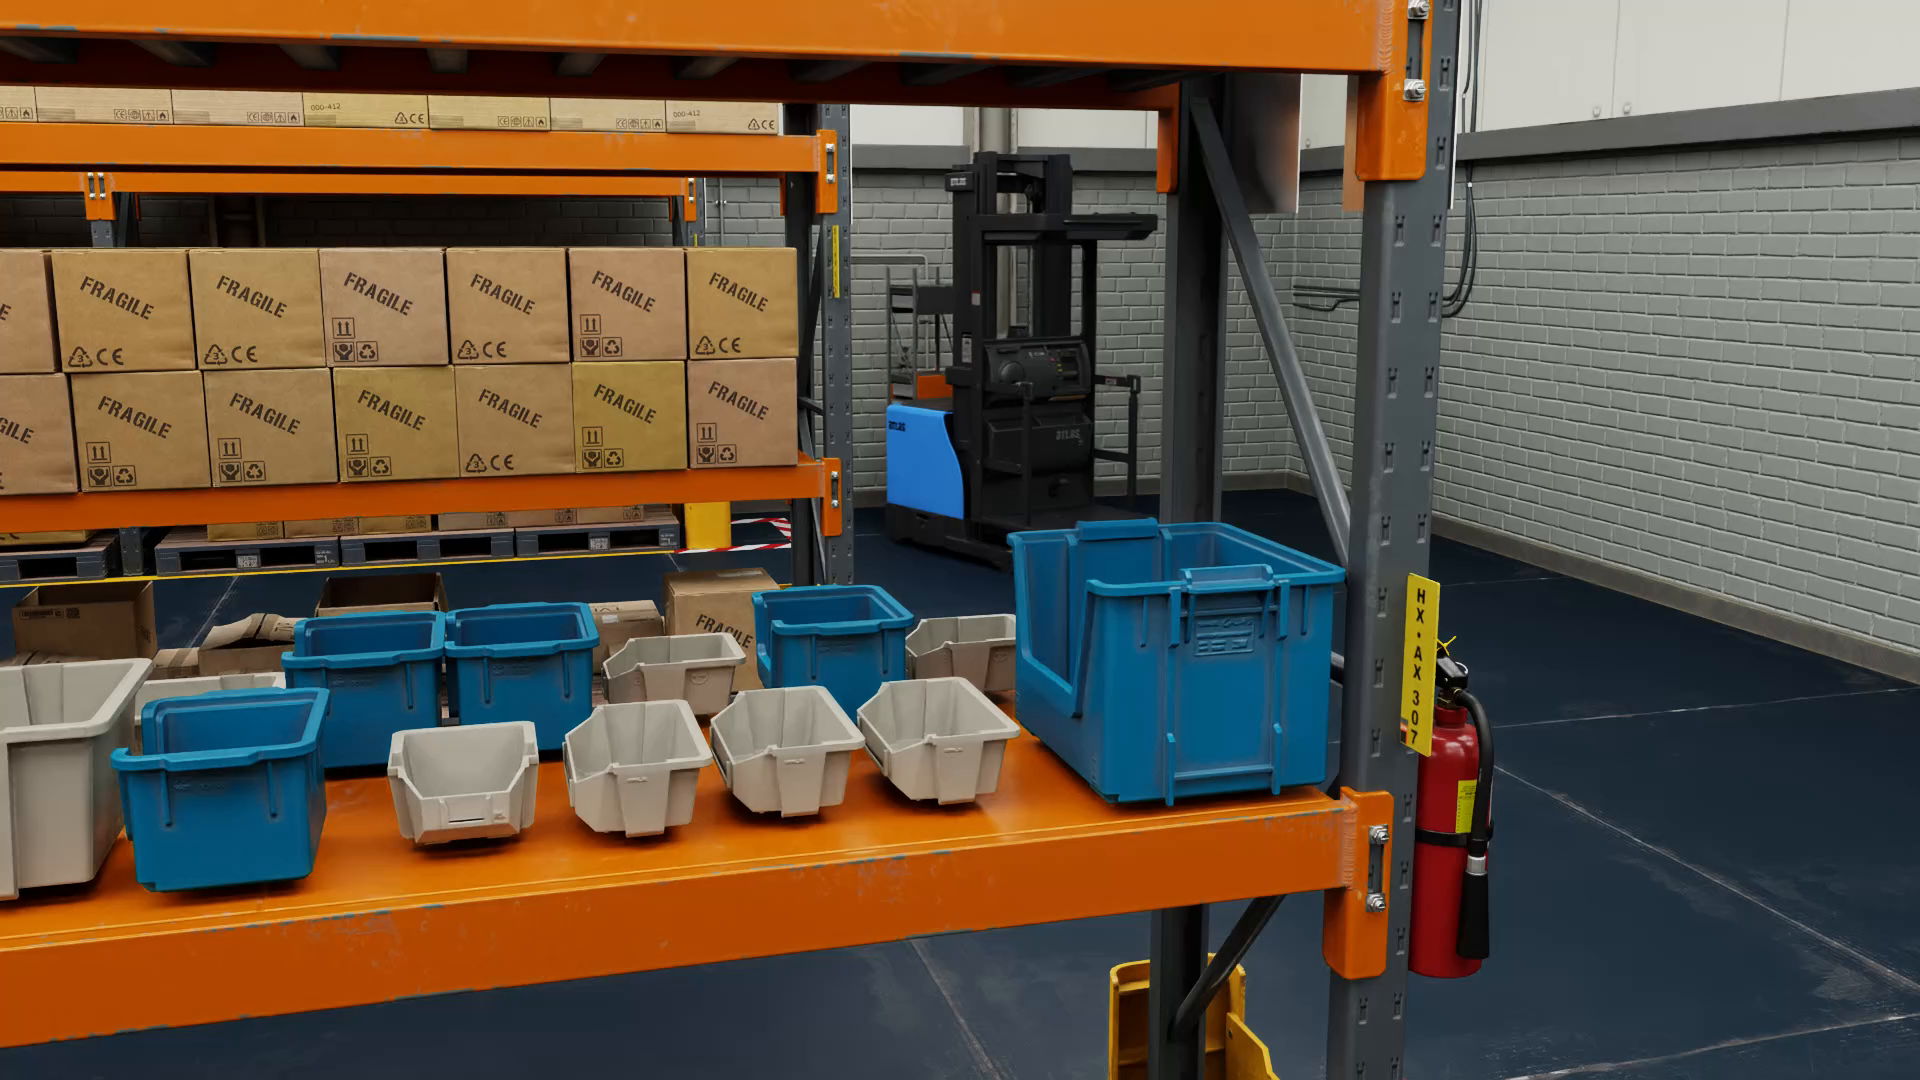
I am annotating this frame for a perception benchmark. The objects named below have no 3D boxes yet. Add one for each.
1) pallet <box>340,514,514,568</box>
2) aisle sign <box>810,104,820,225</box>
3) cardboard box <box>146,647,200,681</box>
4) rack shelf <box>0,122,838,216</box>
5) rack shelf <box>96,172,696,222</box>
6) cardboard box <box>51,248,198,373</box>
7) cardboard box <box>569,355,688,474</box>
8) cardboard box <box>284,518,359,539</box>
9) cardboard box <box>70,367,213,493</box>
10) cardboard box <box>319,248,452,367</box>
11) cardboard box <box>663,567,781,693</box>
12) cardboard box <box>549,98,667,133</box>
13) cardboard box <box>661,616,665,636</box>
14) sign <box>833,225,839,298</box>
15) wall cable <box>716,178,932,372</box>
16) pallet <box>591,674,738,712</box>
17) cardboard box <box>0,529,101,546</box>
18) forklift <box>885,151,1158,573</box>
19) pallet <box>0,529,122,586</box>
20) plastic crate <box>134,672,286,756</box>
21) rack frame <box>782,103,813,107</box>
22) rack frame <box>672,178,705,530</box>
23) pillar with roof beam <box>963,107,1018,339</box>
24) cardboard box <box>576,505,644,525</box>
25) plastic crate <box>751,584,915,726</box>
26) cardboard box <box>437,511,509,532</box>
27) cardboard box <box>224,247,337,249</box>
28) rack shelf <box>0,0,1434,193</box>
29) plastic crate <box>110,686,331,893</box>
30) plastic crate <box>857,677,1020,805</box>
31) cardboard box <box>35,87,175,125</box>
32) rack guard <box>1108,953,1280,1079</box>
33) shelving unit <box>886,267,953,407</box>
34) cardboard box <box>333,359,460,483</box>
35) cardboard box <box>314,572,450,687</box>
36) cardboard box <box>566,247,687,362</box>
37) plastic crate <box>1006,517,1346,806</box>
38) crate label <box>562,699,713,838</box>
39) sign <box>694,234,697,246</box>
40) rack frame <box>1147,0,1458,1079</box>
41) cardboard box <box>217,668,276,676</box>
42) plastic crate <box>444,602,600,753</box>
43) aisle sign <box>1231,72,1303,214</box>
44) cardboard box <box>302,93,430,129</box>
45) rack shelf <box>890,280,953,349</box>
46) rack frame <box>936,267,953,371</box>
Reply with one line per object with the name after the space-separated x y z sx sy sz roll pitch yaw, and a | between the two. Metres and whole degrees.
-4.007 -0.021 12.576 1.213 0.211 1.003 -3 11 -16 | pallet
-0.720 -1.979 8.333 0.004 0.787 0.394 -3 11 -16 | aisle sign
-3.733 0.634 7.975 0.250 0.149 0.380 -3 11 -16 | cardboard box
-2.624 -1.666 7.516 4.000 0.370 1.077 -3 11 -16 | rack shelf
-4.012 -2.527 12.193 4.000 0.370 1.077 -3 11 -16 | rack shelf
-3.518 -0.986 7.079 0.500 0.500 0.500 -3 11 -18 | cardboard box
-1.555 -0.599 7.737 0.500 0.500 0.500 -3 11 -15 | cardboard box
-4.702 -0.327 12.281 0.500 0.500 0.700 -3 11 -17 | cardboard box
-3.488 -0.498 7.190 0.500 0.500 0.500 -3 11 -15 | cardboard box
-2.529 -1.038 7.363 0.500 0.500 0.500 -3 11 -14 | cardboard box
-1.157 0.437 8.077 0.500 0.500 0.500 -3 11 -16 | cardboard box
-1.606 -1.953 7.497 0.500 0.250 0.500 -3 11 -16 | cardboard box
-1.442 0.505 8.630 0.250 0.166 0.380 -3 11 -16 | cardboard box
-0.568 -1.274 7.609 0.005 0.325 0.100 -3 11 -16 | sign
-1.127 -2.236 14.102 1.851 1.984 0.084 -3 11 -16 | wall cable
-1.542 0.770 8.284 1.213 0.211 1.003 -3 11 -16 | pallet
-6.520 -0.399 11.705 0.750 0.750 0.750 -3 11 -15 | cardboard box
0.699 -1.277 11.886 1.130 2.935 3.031 -8 13 -36 | forklift
-6.652 0.119 11.819 1.213 0.211 1.003 -3 11 -16 | pallet
-1.575 0.377 3.275 0.466 0.136 0.293 -3 11 -16 | plastic crate
-0.704 -3.597 7.729 0.127 3.000 1.000 -3 11 -16 | rack frame
-2.092 -1.507 12.949 0.127 3.000 1.000 -3 11 -16 | rack frame
1.462 -3.996 9.900 0.400 9.000 9.100 -3 11 -16 | pillar with roof beam
-2.736 -0.432 12.850 0.500 0.500 0.700 -3 11 -16 | cardboard box
-0.284 0.256 3.666 0.300 0.233 0.416 -3 11 -16 | plastic crate
-3.699 -0.381 12.574 0.500 0.500 0.700 -3 11 -18 | cardboard box
-3.156 -1.107 7.738 0.500 0.500 0.500 -3 11 -15 | cardboard box
-1.243 -0.805 2.838 4.000 0.370 1.077 -3 11 -16 | rack shelf
-1.223 0.416 2.797 0.300 0.233 0.416 -3 11 -16 | plastic crate
-0.055 0.388 3.217 0.243 0.136 0.396 -3 11 -16 | plastic crate
-3.527 -1.852 6.948 0.500 0.250 0.500 -3 11 -16 | cardboard box
0.697 1.441 3.839 0.348 0.500 1.175 -3 11 -16 | rack guard
-0.268 -1.135 13.413 0.503 2.100 0.431 -8 13 -36 | shelving unit
-2.519 -0.549 7.467 0.500 0.500 0.500 -3 11 -17 | cardboard box
-2.742 0.472 7.880 0.637 0.503 0.797 -3 11 -16 | cardboard box
-1.539 -1.091 7.651 0.500 0.500 0.500 -3 11 -14 | cardboard box
0.408 0.217 3.317 0.499 0.435 0.616 -3 11 -16 | plastic crate
-0.598 0.418 3.052 0.243 0.136 0.396 -3 11 -16 | crate label
-1.953 -2.098 12.306 0.005 0.325 0.100 -3 11 -16 | sign
0.678 0.216 3.591 0.053 2.616 0.949 -3 11 -16 | rack frame
-3.253 0.704 7.548 0.250 0.166 0.380 -3 11 -16 | cardboard box
-0.916 0.290 3.485 0.300 0.233 0.416 -3 11 -16 | plastic crate
0.663 -1.119 3.659 0.004 0.787 0.394 -3 11 -16 | aisle sign
-2.567 -1.902 7.225 0.500 0.250 0.500 -3 11 -16 | cardboard box
-0.268 -1.810 13.289 0.480 0.518 0.431 -8 13 -36 | rack shelf
-0.072 -1.162 13.557 0.015 2.100 0.400 -8 13 -36 | rack frame
